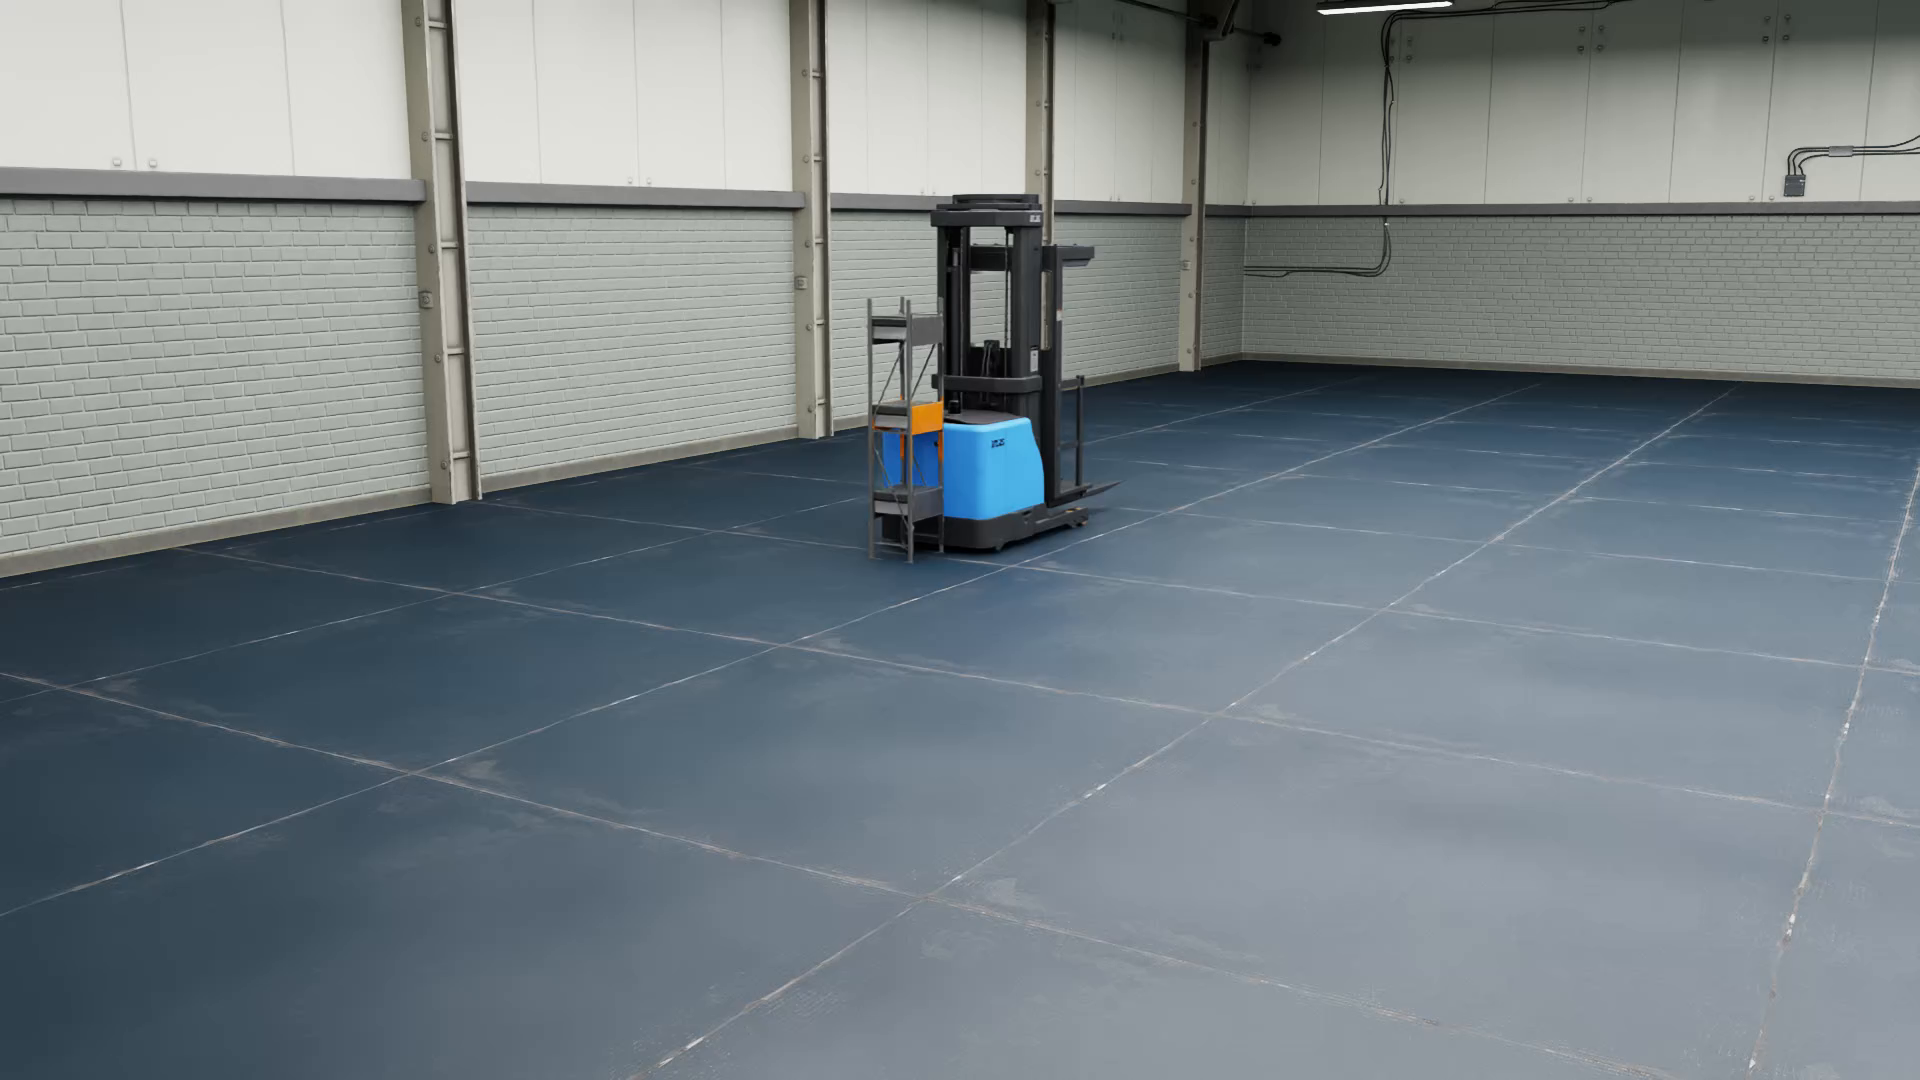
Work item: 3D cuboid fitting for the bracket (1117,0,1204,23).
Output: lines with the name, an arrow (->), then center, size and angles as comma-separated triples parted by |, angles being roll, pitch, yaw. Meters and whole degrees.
bracket -> 3.108, -8.913, 27.739 | 0.076, 0.066, 4.783 | 6, 12, 31

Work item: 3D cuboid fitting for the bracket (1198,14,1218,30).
bracket -> 4.445, -9.318, 29.904 | 0.235, 0.232, 0.430 | 6, 12, 31

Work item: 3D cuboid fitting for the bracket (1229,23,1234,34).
bracket -> 4.876, -9.448, 30.601 | 0.235, 0.232, 0.430 | 6, 12, 31

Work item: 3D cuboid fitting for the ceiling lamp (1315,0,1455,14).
ceiling lamp -> 6.411, -9.455, 24.558 | 2.000, 3.185, 0.800 | 6, 12, 31

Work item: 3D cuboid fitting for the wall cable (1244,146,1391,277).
wall cable -> 7.017, -6.458, 32.851 | 3.097, 2.526, 0.112 | 6, 12, 31

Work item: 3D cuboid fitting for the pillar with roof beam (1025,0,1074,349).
pillar with roof beam -> 4.922, -6.293, 23.528 | 9.100, 9.000, 0.548 | 6, 12, 31

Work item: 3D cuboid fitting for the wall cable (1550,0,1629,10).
wall cable -> 11.974, -10.622, 29.008 | 3.097, 2.526, 0.112 | 6, 12, 31

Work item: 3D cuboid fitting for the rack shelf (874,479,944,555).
rack shelf -> -0.435, -0.194, 13.577 | 0.431, 0.518, 0.480 | 6, 12, 30

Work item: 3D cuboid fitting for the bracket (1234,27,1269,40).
bracket -> 5.800, -9.728, 32.096 | 0.076, 0.066, 3.189 | 6, 12, 31

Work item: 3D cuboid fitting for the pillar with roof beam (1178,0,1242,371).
pillar with roof beam -> 8.037, -7.236, 28.568 | 9.100, 9.000, 0.548 | 6, 12, 31

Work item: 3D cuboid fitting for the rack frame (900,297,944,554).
rack frame -> -0.312, -0.934, 13.653 | 0.400, 2.100, 0.015 | 6, 12, 30

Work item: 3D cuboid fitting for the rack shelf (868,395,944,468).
rack shelf -> -0.435, -0.882, 13.448 | 0.431, 0.518, 0.480 | 6, 12, 30

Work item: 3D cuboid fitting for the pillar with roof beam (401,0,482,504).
pillar with roof beam -> -1.308, -4.406, 13.447 | 9.100, 9.000, 0.400 | 6, 12, 31

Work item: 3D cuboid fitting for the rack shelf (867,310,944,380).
rack shelf -> -0.435, -1.570, 13.319 | 0.431, 0.518, 0.480 | 6, 12, 30

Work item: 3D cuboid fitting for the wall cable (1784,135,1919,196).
wall cable -> 15.123, -8.747, 27.394 | 2.305, 6.003, 0.169 | 6, 12, 31

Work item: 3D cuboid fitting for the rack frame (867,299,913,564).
rack frame -> -0.558, -0.857, 13.238 | 0.400, 2.100, 0.015 | 6, 12, 30

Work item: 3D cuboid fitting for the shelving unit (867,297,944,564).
shelving unit -> -0.435, -0.895, 13.445 | 0.431, 2.100, 0.503 | 6, 12, 30

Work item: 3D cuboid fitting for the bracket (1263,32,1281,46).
bracket -> 6.107, -9.821, 32.592 | 0.235, 0.232, 0.430 | 6, 12, 31

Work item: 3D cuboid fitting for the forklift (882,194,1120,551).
forklift -> 0.514, -1.580, 14.844 | 1.130, 2.935, 3.031 | 6, 12, 30

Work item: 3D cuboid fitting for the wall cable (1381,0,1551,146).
wall cable -> 9.329, -8.682, 31.005 | 3.097, 2.526, 0.112 | 6, 12, 31

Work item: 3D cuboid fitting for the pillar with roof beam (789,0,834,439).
pillar with roof beam -> 1.807, -5.349, 18.487 | 9.100, 9.000, 0.400 | 6, 12, 31
